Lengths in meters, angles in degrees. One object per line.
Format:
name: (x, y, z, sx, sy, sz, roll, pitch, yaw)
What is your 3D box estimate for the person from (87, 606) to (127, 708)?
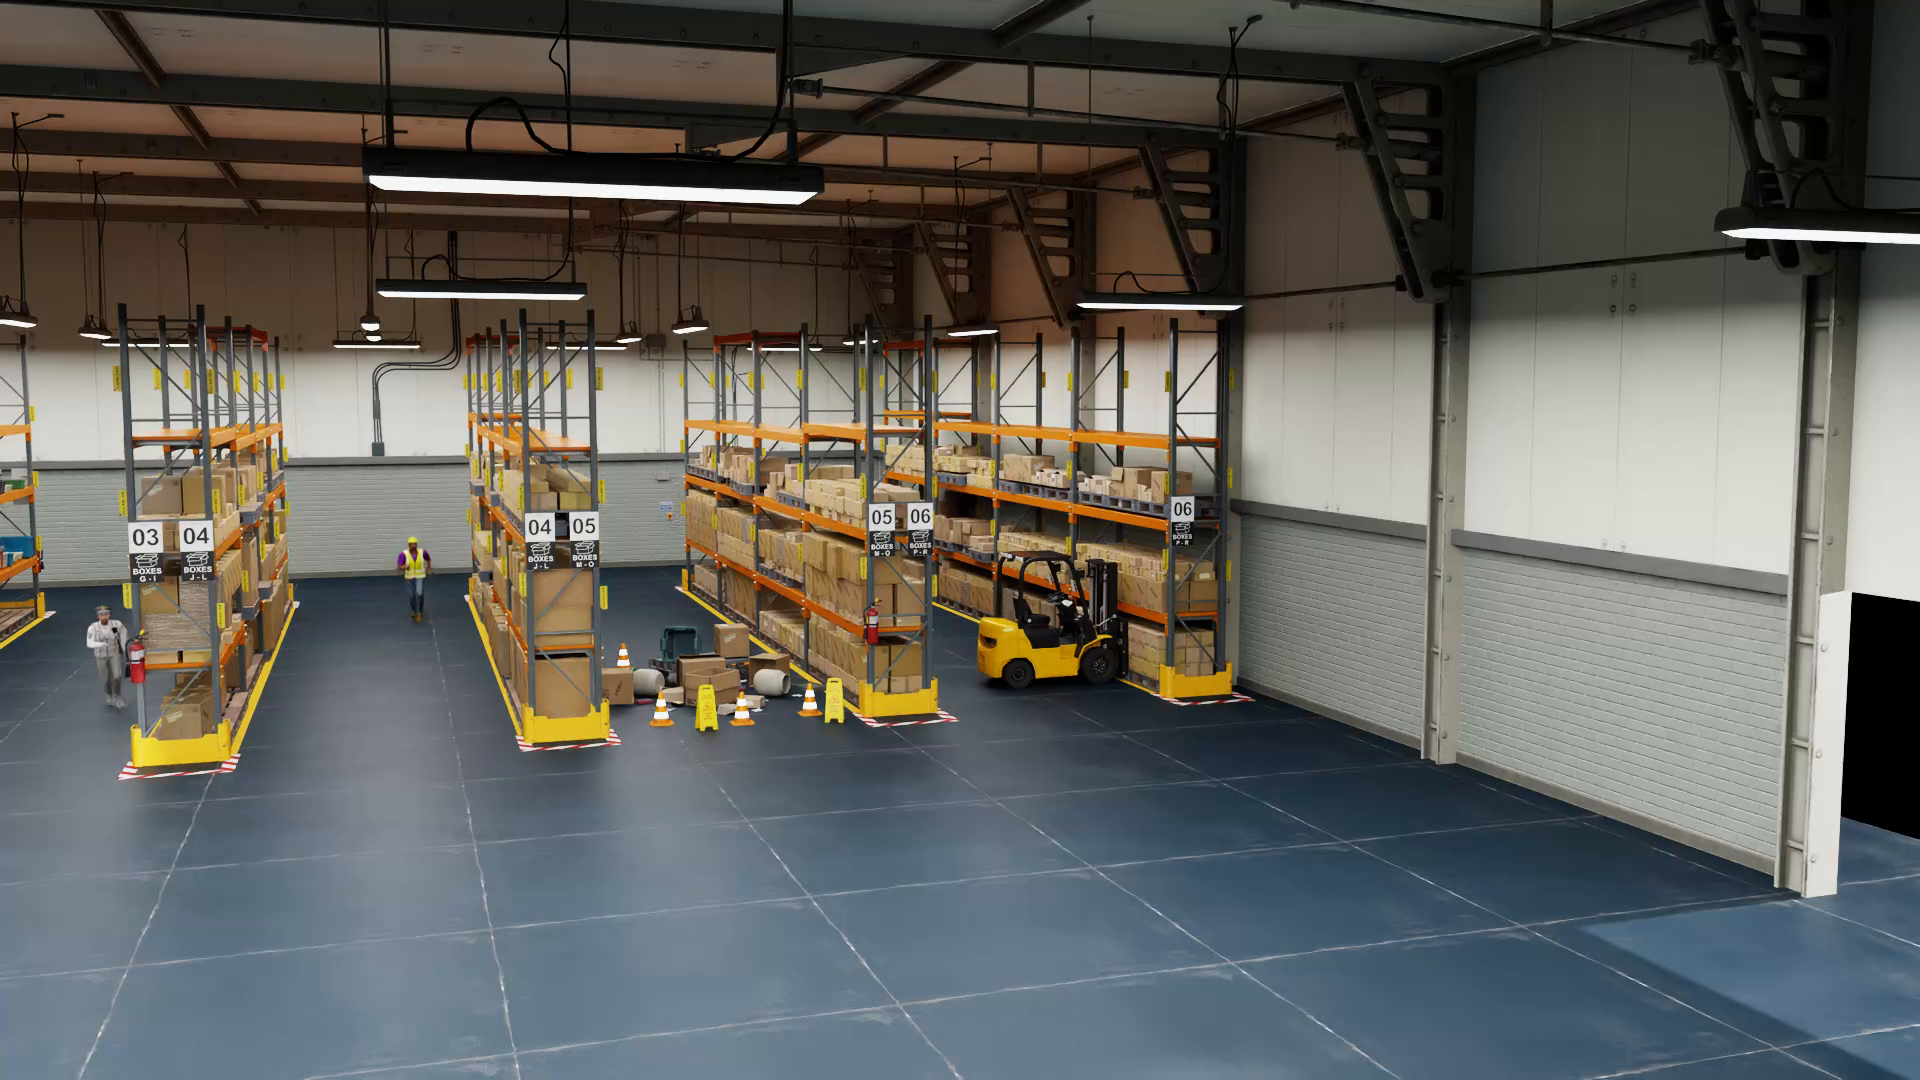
person: (-13.057, 1.775, 25.484, 0.525, 1.608, 0.872, -2, 6, -23)

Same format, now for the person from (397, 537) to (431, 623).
person: (-11.398, 0.835, 34.754, 0.650, 1.811, 0.834, -1, 6, -13)
